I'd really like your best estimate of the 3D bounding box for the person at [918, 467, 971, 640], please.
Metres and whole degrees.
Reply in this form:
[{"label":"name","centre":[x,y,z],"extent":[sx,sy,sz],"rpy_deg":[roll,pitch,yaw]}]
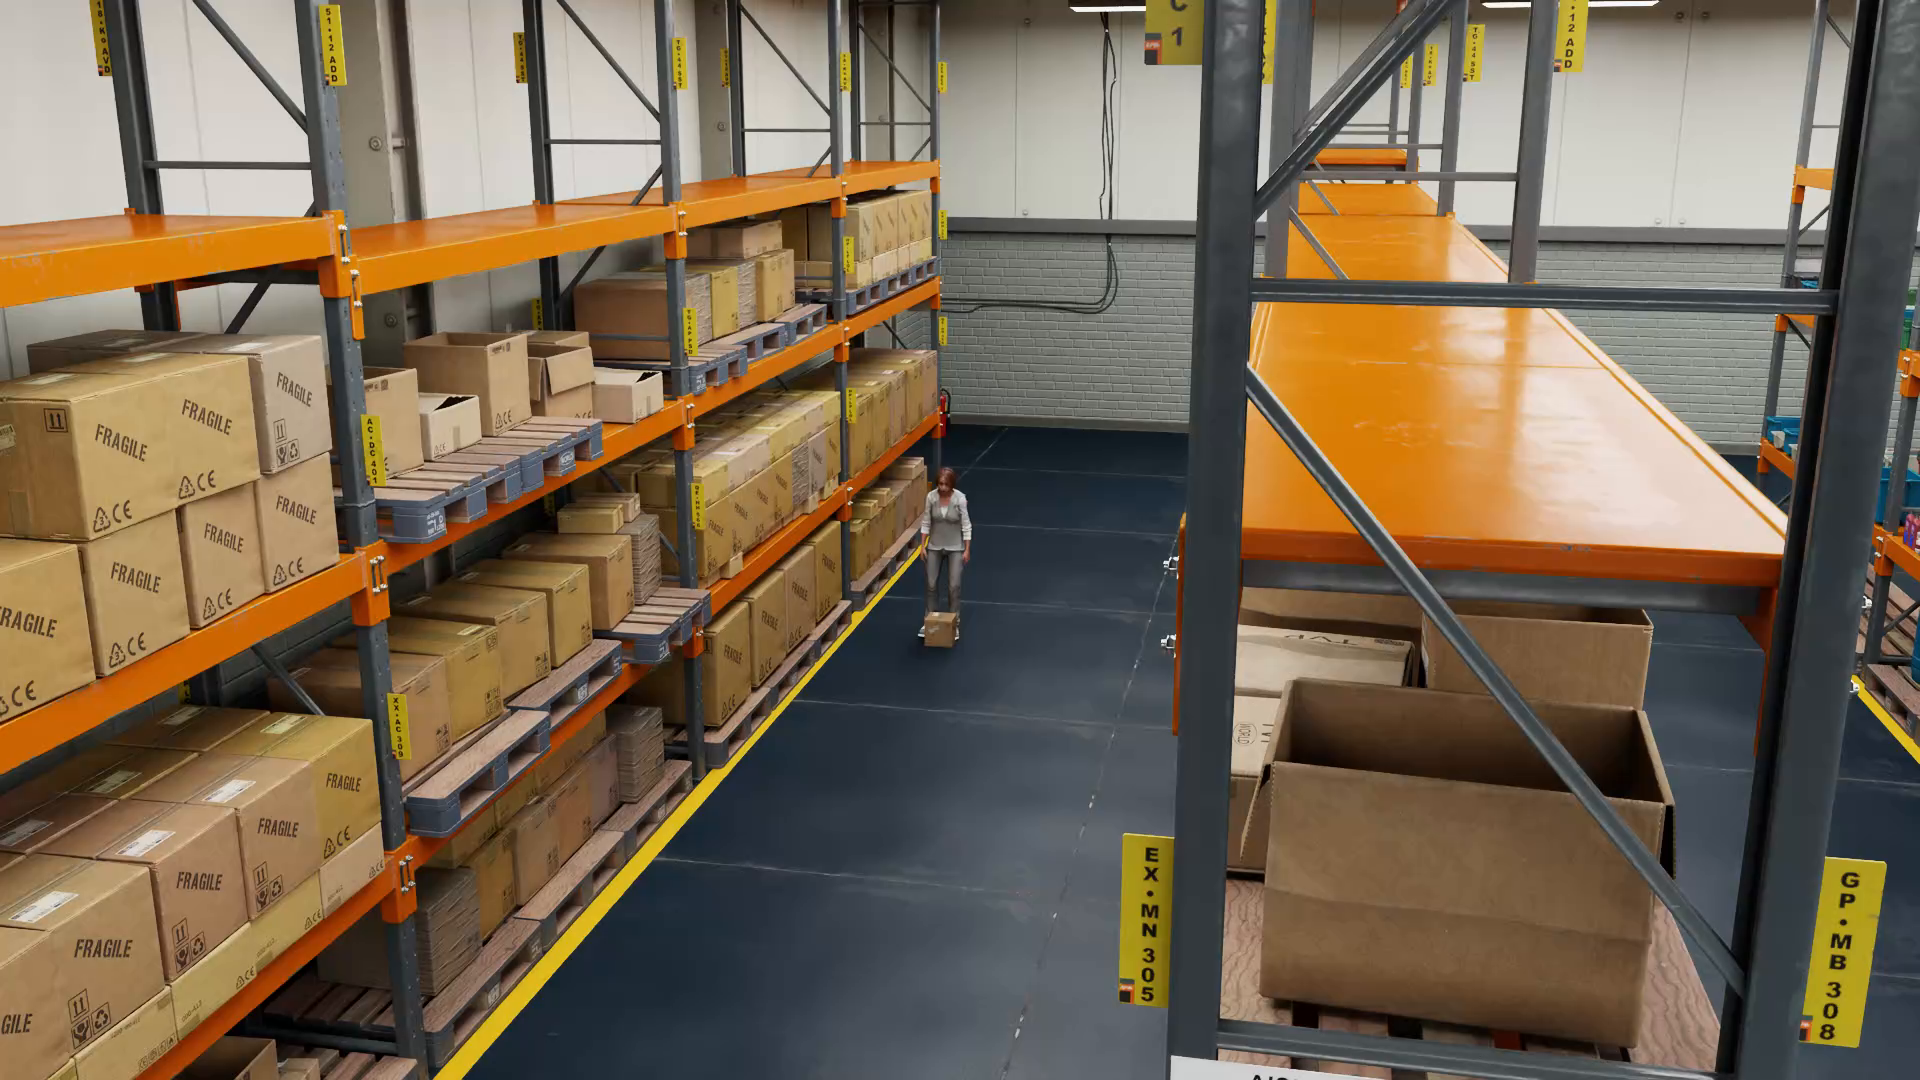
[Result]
[{"label":"person","centre":[-0.135,0.108,15.132],"extent":[0.473,1.592,0.366],"rpy_deg":[3,15,11]}]
